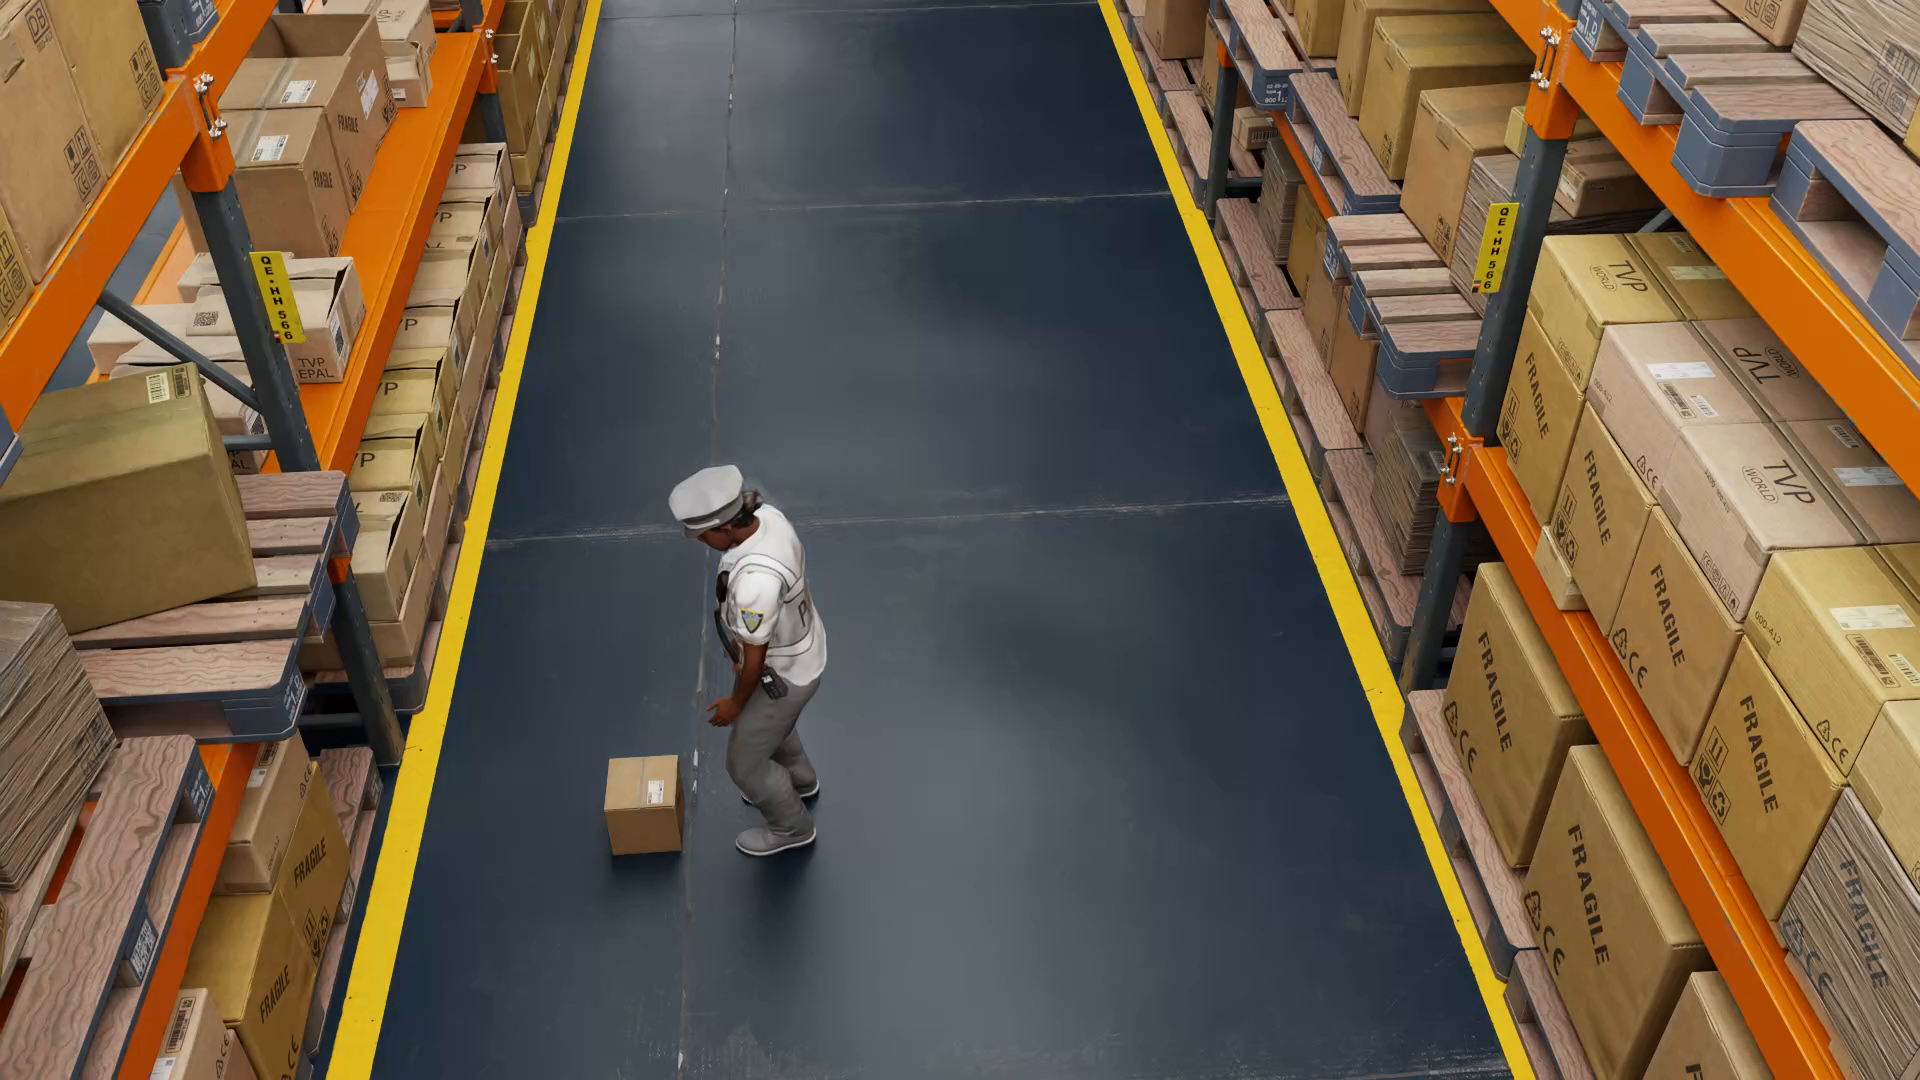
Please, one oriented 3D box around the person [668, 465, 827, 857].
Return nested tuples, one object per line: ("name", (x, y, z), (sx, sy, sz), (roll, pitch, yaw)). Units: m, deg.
("person", (-0.681, 0.436, 5.672), (0.460, 1.615, 0.461), (-2, 39, -3))
